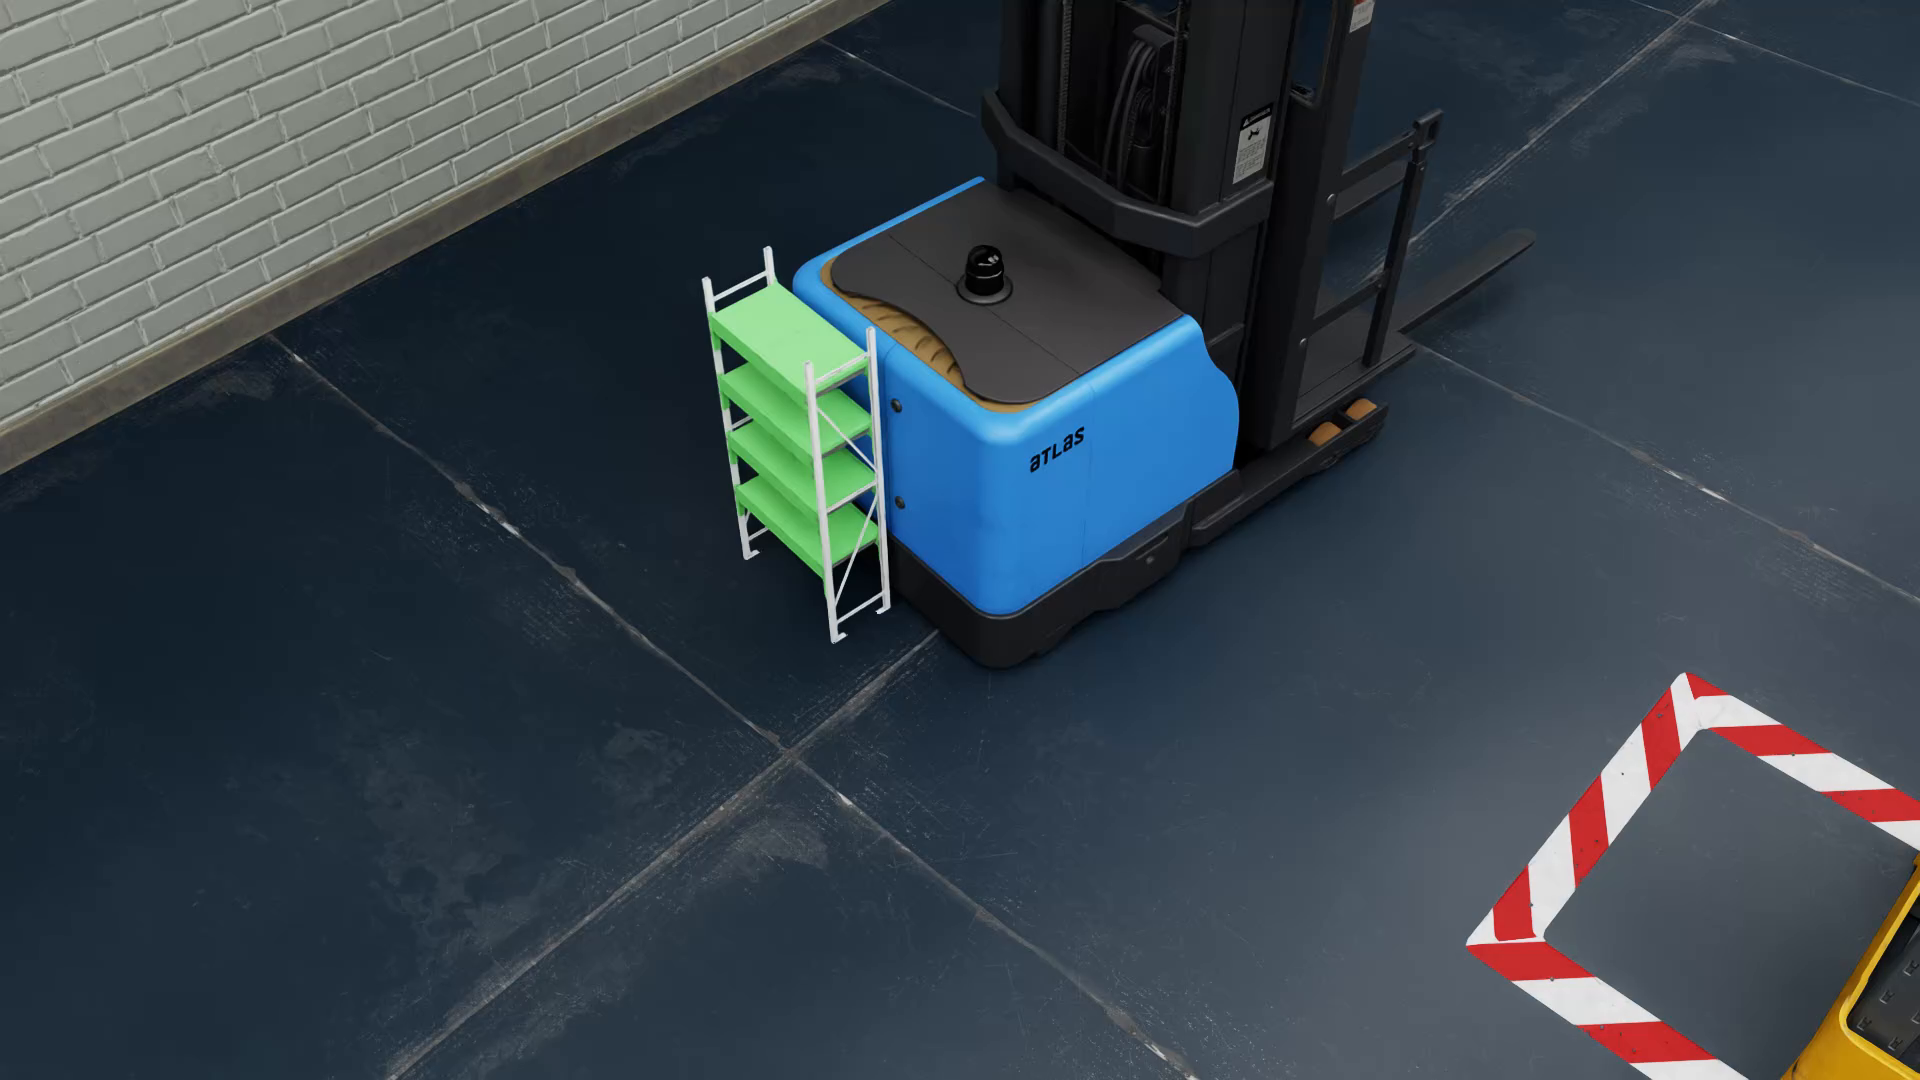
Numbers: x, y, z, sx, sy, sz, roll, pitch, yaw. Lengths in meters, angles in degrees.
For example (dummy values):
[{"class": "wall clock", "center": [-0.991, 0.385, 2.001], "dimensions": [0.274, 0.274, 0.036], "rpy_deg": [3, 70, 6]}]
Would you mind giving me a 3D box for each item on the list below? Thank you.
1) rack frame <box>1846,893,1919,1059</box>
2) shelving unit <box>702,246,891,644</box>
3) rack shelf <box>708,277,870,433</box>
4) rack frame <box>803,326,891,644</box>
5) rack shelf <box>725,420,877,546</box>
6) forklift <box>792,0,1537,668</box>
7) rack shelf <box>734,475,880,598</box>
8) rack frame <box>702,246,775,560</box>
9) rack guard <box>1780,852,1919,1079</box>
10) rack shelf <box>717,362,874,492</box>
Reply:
[{"class": "rack frame", "center": [2.542, 0.216, 3.490], "dimensions": [0.053, 2.616, 0.949], "rpy_deg": [34, 55, 28]}, {"class": "shelving unit", "center": [-0.489, -0.265, 5.174], "dimensions": [0.258, 1.200, 0.503], "rpy_deg": [-32, 55, -26]}, {"class": "rack shelf", "center": [-0.492, -0.548, 4.869], "dimensions": [0.258, 0.148, 0.480], "rpy_deg": [-32, 55, -26]}, {"class": "rack frame", "center": [-0.330, -0.130, 5.047], "dimensions": [0.240, 1.200, 0.015], "rpy_deg": [-32, 55, -26]}, {"class": "rack shelf", "center": [-0.489, -0.221, 5.221], "dimensions": [0.258, 0.148, 0.480], "rpy_deg": [-32, 55, -26]}, {"class": "forklift", "center": [0.919, -1.524, 5.171], "dimensions": [3.031, 2.935, 1.130], "rpy_deg": [-32, 55, -26]}, {"class": "rack shelf", "center": [-0.487, -0.058, 5.397], "dimensions": [0.258, 0.148, 0.480], "rpy_deg": [-32, 55, -26]}, {"class": "rack frame", "center": [-0.648, -0.400, 5.301], "dimensions": [0.240, 1.200, 0.015], "rpy_deg": [-32, 55, -26]}, {"class": "rack guard", "center": [2.601, 1.107, 4.368], "dimensions": [0.348, 0.500, 1.175], "rpy_deg": [34, 55, 28]}, {"class": "rack shelf", "center": [-0.490, -0.385, 5.045], "dimensions": [0.258, 0.148, 0.480], "rpy_deg": [-32, 55, -26]}]
